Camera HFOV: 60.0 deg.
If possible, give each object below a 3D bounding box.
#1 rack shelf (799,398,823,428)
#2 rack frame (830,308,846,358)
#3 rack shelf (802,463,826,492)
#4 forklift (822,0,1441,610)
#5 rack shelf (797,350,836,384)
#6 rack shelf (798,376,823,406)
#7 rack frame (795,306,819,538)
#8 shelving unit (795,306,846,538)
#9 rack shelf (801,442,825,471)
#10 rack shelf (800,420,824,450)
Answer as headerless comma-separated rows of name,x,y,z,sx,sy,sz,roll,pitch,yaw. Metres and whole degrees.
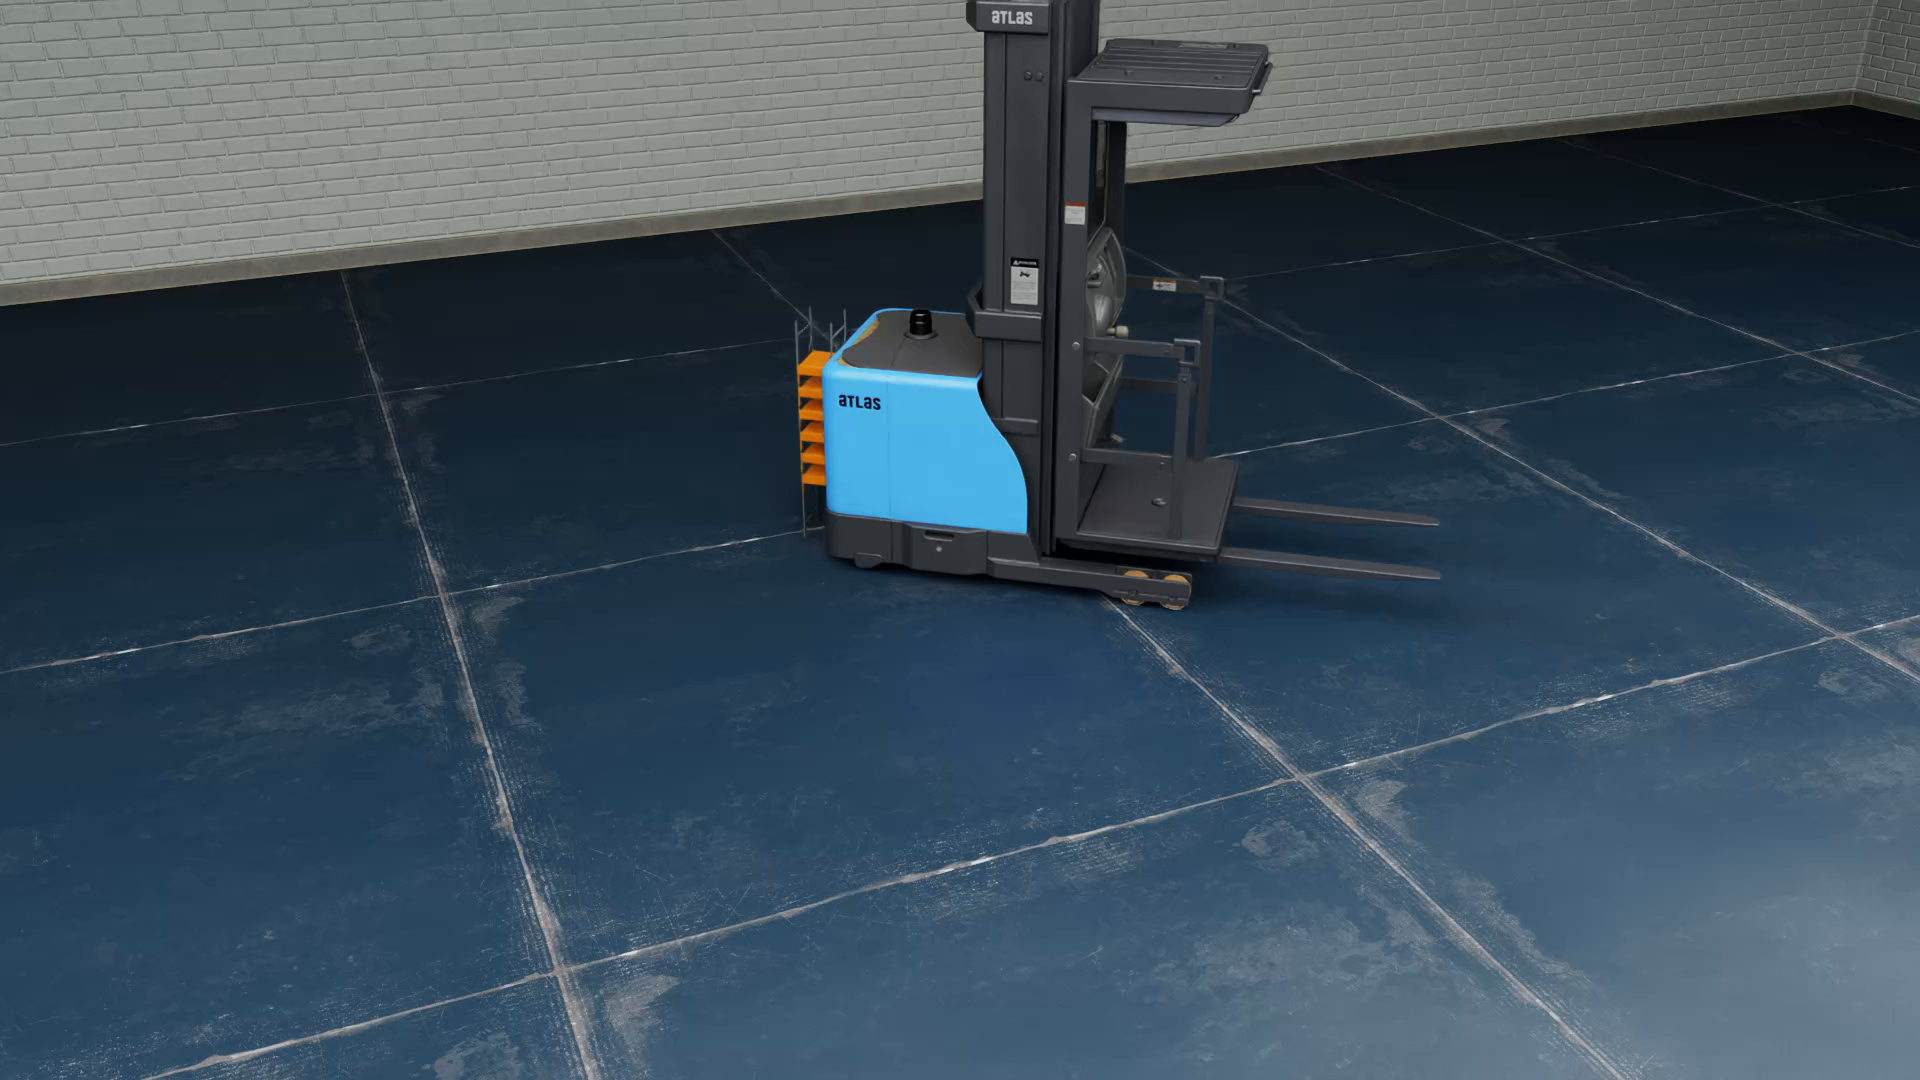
rack shelf,-0.701,-0.660,8.561,0.180,0.103,0.258,6,27,13
rack frame,-0.612,-0.582,8.574,0.006,1.200,0.240,6,27,13
rack shelf,-0.702,-0.336,8.719,0.180,0.103,0.258,6,27,13
forklift,0.887,-1.237,7.943,3.031,2.935,1.130,6,27,13
rack shelf,-0.700,-0.875,8.455,0.180,0.103,0.258,6,27,13
rack shelf,-0.701,-0.767,8.508,0.180,0.103,0.258,6,27,13
rack frame,-0.790,-0.602,8.614,0.006,1.200,0.240,6,27,13
shelving unit,-0.701,-0.592,8.594,0.189,1.200,0.258,6,27,13
rack shelf,-0.701,-0.444,8.666,0.180,0.103,0.258,6,27,13
rack shelf,-0.701,-0.552,8.613,0.180,0.103,0.258,6,27,13
